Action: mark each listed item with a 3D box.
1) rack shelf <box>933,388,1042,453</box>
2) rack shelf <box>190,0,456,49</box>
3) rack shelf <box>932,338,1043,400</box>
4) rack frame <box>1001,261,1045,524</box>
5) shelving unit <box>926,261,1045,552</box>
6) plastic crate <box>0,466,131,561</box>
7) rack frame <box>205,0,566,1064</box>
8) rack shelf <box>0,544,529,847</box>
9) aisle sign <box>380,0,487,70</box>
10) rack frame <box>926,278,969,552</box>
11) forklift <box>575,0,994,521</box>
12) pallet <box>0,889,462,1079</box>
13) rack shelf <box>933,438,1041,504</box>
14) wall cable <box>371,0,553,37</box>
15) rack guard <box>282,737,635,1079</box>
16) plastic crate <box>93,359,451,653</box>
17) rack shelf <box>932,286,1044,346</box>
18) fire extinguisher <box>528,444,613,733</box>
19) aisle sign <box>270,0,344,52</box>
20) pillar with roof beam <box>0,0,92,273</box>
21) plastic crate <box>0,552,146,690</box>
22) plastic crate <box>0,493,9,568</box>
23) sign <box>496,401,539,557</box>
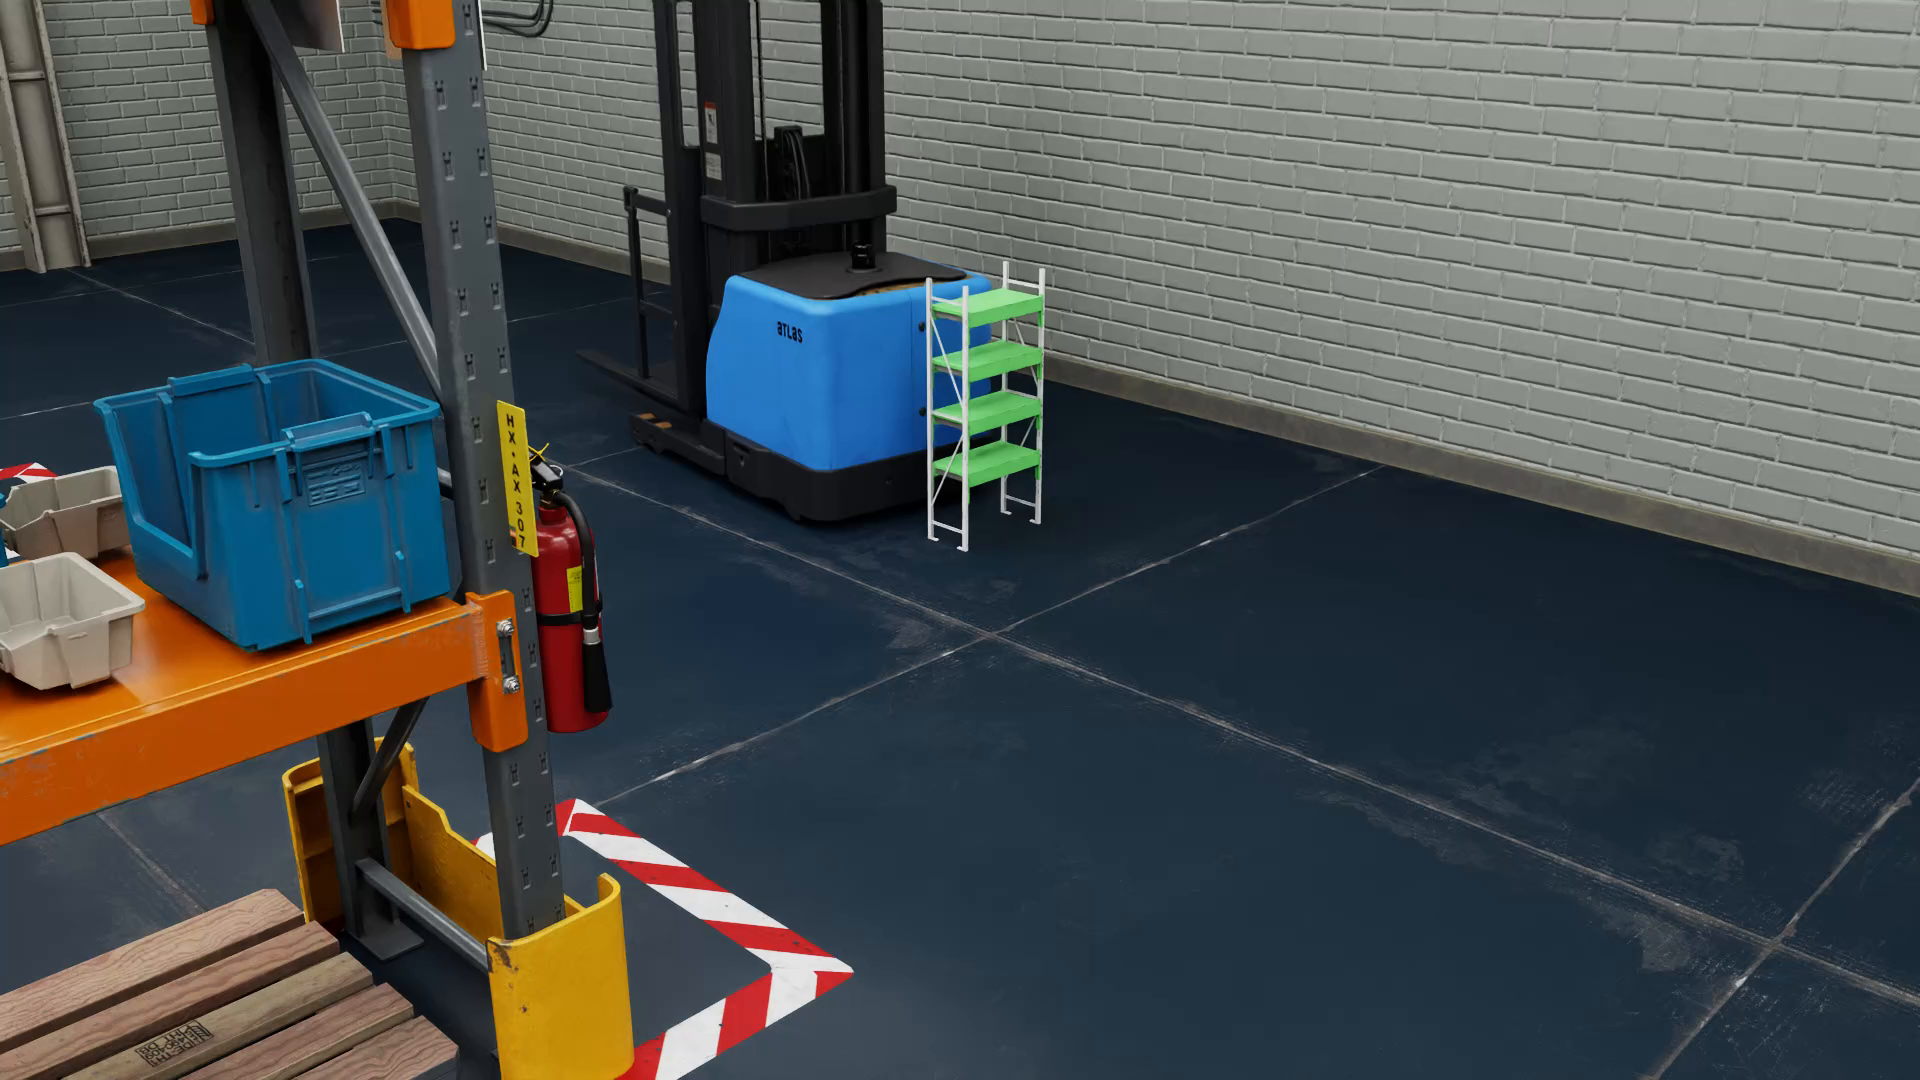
[{"bbox_3d":[0.115,-0.543,7.493,0.258,0.148,0.480,19,28,41],"label":"rack shelf"},{"bbox_3d":[-2.731,-0.735,2.127,1.077,0.370,4.000,19,28,41],"label":"rack shelf"},{"bbox_3d":[0.115,-0.767,7.407,0.258,0.148,0.480,19,28,41],"label":"rack shelf"},{"bbox_3d":[0.286,-0.665,7.633,0.240,1.200,0.015,19,28,41],"label":"rack frame"},{"bbox_3d":[0.115,-0.603,7.470,0.258,1.200,0.503,19,28,41],"label":"shelving unit"},{"bbox_3d":[-2.027,-0.047,3.799,0.250,0.136,0.298,19,28,41],"label":"plastic crate"},{"bbox_3d":[-1.336,-0.184,3.874,1.000,3.000,0.127,19,28,41],"label":"rack frame"},{"bbox_3d":[-2.731,0.665,2.665,1.077,0.370,4.000,19,28,41],"label":"rack shelf"},{"bbox_3d":[-1.075,-1.343,3.265,0.394,0.787,0.004,19,28,41],"label":"aisle sign"},{"bbox_3d":[-0.055,-0.540,7.307,0.240,1.200,0.015,19,28,41],"label":"rack frame"},{"bbox_3d":[-1.117,-1.918,8.480,1.130,2.935,3.031,-15,26,-34],"label":"forklift"},{"bbox_3d":[-1.939,1.319,3.848,1.003,0.211,1.213,19,28,41],"label":"pallet"},{"bbox_3d":[0.115,-0.319,7.579,0.258,0.148,0.480,19,28,41],"label":"rack shelf"},{"bbox_3d":[-4.232,-5.379,13.355,3.097,2.526,0.112,19,28,41],"label":"wall cable"},{"bbox_3d":[-1.328,0.973,4.347,1.175,0.500,0.348,19,28,41],"label":"rack guard"},{"bbox_3d":[-1.435,-0.096,3.511,0.616,0.435,0.499,19,28,41],"label":"plastic crate"},{"bbox_3d":[0.115,-0.991,7.321,0.258,0.148,0.480,19,28,41],"label":"rack shelf"},{"bbox_3d":[-0.905,0.101,3.759,0.296,0.674,0.183,19,28,41],"label":"fire extinguisher"},{"bbox_3d":[-1.498,-1.491,3.649,0.394,0.787,0.004,19,28,41],"label":"aisle sign"},{"bbox_3d":[-4.086,-5.297,8.814,9.100,9.000,0.400,19,28,41],"label":"pillar with roof beam"},{"bbox_3d":[-1.775,0.166,3.247,0.396,0.136,0.243,19,28,41],"label":"plastic crate"},{"bbox_3d":[-2.203,0.016,3.502,0.416,0.233,0.300,19,28,41],"label":"plastic crate"},{"bbox_3d":[-0.930,-0.127,3.497,0.100,0.325,0.005,19,28,41],"label":"sign"}]
